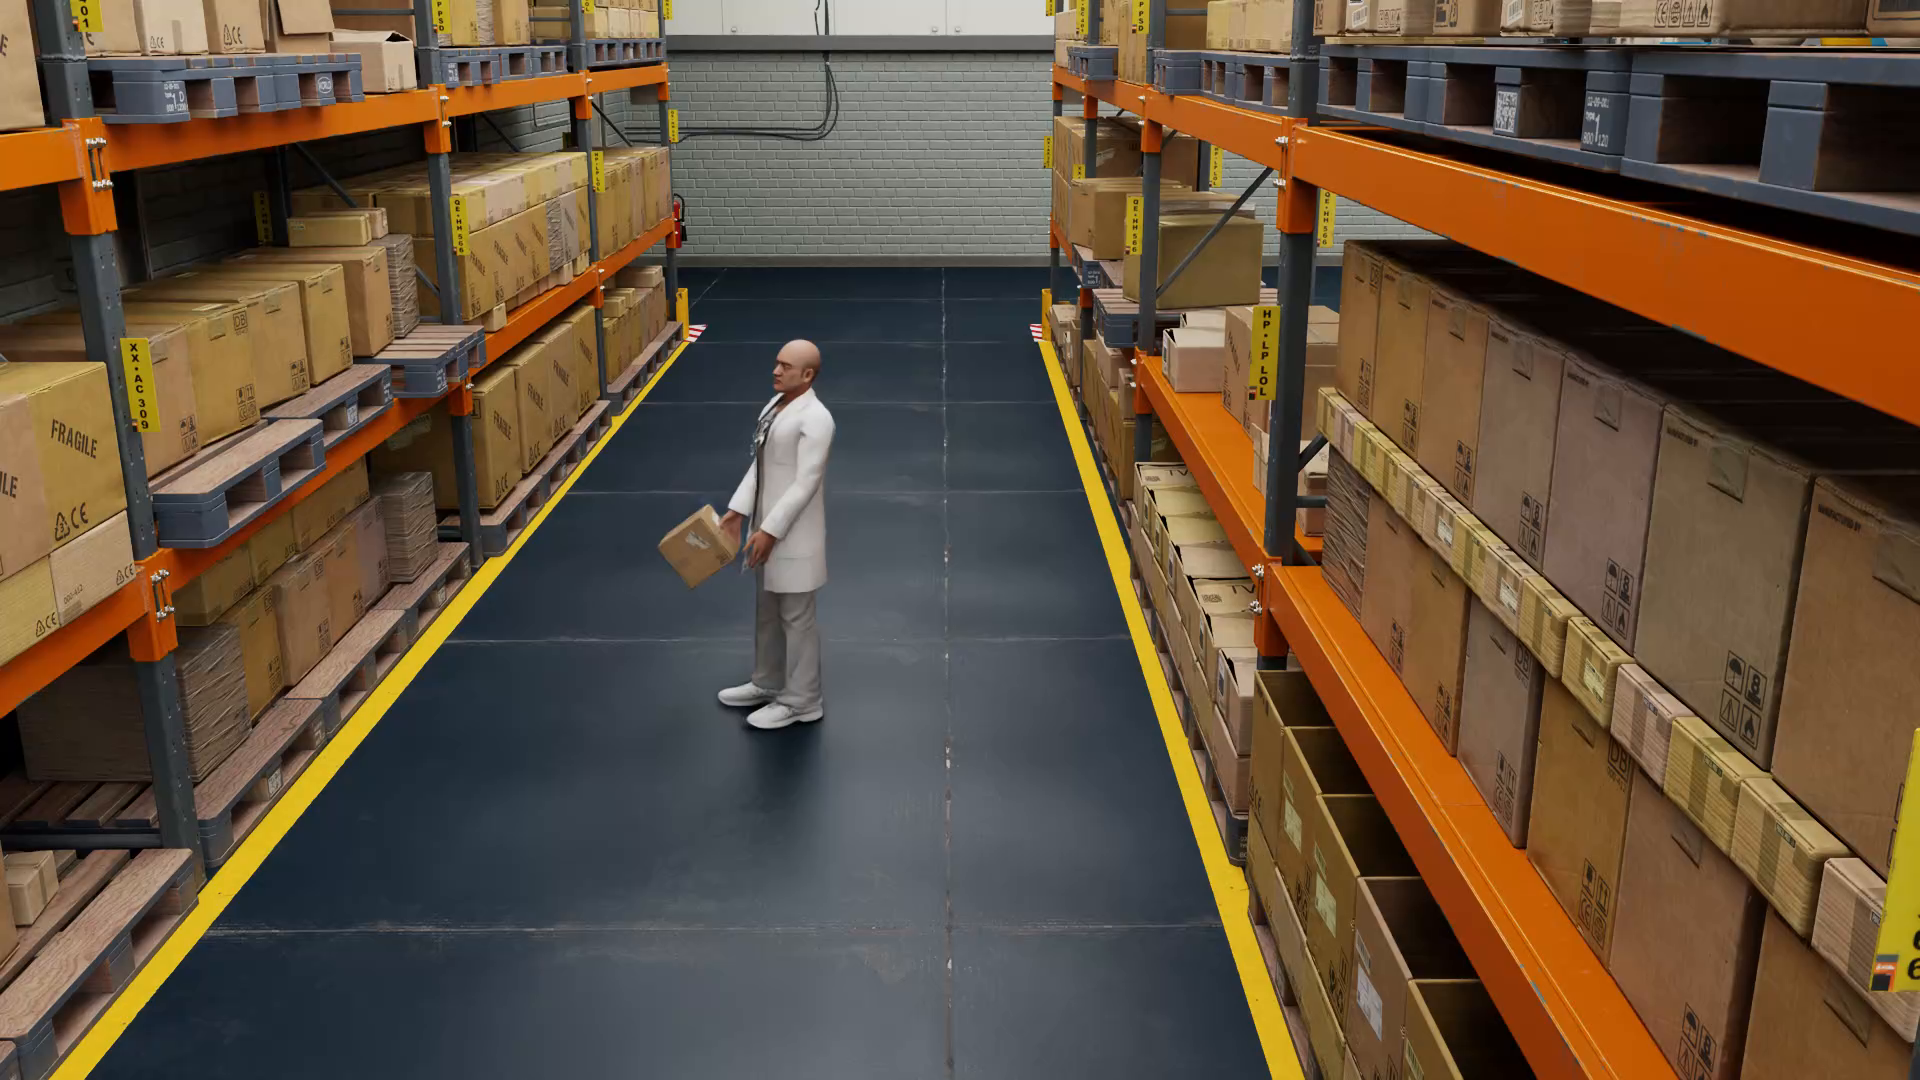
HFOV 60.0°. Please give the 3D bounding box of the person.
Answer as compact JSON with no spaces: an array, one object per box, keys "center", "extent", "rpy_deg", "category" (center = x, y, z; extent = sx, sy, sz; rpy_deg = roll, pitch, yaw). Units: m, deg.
[{"center":[-0.843,-0.024,7.604],"extent":[0.466,1.786,0.606],"rpy_deg":[-9,19,-26],"category":"person"}]
